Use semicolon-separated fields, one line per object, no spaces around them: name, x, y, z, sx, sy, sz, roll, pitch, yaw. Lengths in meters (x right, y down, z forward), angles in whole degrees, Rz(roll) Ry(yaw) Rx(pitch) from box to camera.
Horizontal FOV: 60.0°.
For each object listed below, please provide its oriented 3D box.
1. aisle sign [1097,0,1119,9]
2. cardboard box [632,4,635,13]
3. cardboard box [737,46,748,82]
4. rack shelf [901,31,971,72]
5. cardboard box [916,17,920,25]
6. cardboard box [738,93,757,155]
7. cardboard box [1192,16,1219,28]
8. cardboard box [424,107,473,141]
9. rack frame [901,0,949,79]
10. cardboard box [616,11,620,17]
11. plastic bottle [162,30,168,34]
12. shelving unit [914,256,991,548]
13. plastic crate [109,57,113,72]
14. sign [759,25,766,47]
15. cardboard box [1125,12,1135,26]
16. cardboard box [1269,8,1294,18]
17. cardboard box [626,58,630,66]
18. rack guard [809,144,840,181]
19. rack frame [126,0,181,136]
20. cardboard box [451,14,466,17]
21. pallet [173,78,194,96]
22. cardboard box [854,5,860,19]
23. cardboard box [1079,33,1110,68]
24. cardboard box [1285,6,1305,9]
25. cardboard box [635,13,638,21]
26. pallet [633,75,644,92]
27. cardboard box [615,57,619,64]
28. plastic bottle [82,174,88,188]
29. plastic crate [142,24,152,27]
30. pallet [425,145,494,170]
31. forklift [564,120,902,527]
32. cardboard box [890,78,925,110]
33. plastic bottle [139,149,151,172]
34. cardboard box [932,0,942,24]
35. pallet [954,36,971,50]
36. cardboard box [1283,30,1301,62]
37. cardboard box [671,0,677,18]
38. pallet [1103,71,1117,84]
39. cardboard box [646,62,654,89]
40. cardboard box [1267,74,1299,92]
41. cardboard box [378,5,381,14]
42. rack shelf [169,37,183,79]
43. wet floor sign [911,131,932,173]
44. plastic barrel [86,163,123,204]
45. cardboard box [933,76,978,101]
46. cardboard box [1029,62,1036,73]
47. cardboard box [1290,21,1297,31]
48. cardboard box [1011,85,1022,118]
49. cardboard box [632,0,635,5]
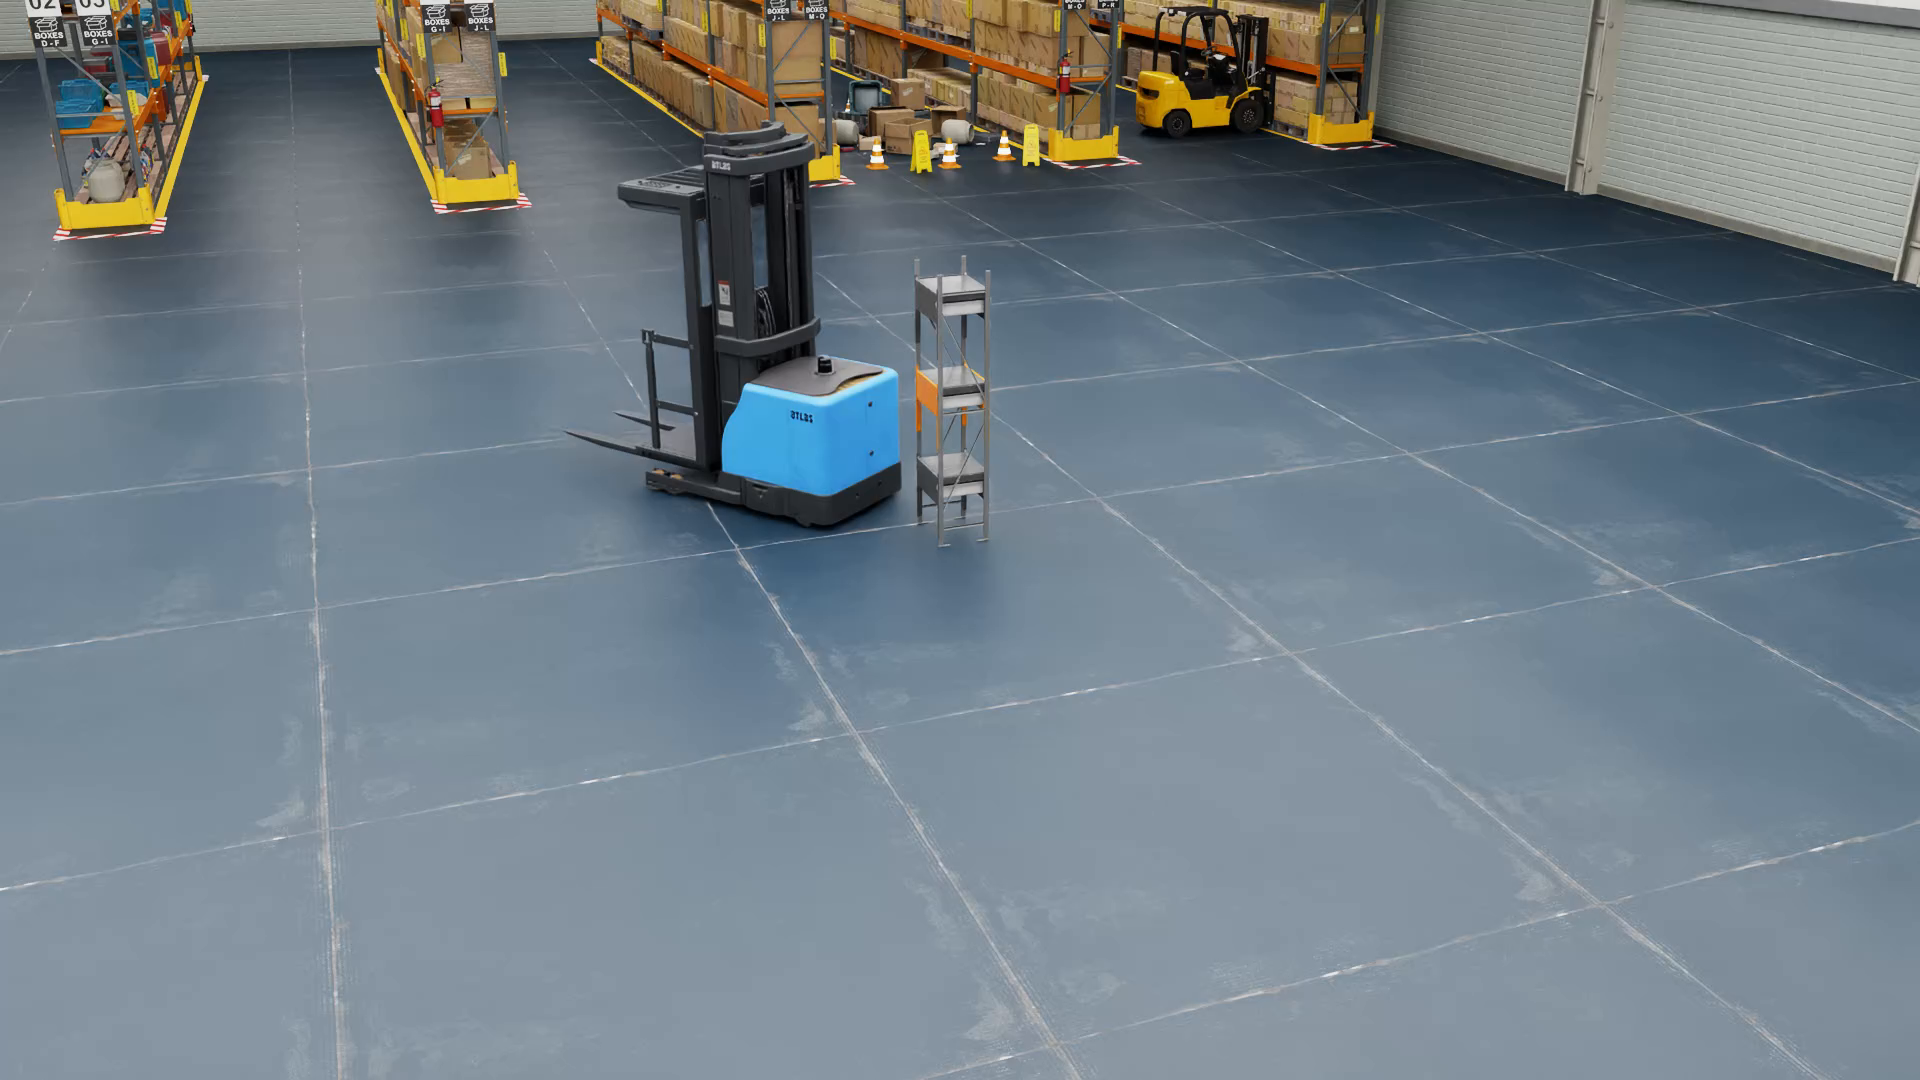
aisle sign;2.416;-9.024;26.951;0.394;0.787;0.004;-8;24;-19
cardboard box;-6.553;-10.983;34.345;0.380;0.149;0.250;-9;24;-20
cardboard box;-3.185;-7.892;27.420;0.875;0.550;0.500;-8;24;-19
rack shelf;-0.015;-9.654;32.720;1.077;0.370;4.000;-8;24;-19
cardboard box;-0.659;-10.434;33.426;0.380;0.149;0.250;-10;25;-22
cardboard box;-3.105;-6.861;27.361;0.875;0.875;0.875;-9;24;-20
cardboard box;4.921;-10.246;32.747;0.500;0.250;0.500;-9;24;-20
cardboard box;-8.777;-7.176;28.567;0.700;0.500;0.500;-10;25;-23
rack frame;-0.722;-10.713;34.305;1.000;3.000;0.127;-8;24;-19
cardboard box;-7.473;-11.782;37.164;0.380;0.149;0.250;-9;25;-21
plastic bottle;-15.291;-9.655;31.954;0.152;0.276;0.135;-8;24;-19
shelving unit;-0.058;-1.028;12.485;0.431;2.100;0.503;-8;24;-19
plastic crate;-13.894;-7.571;26.871;0.392;0.384;0.575;-8;24;-19
sign;-3.003;-7.663;25.274;0.100;0.325;0.005;-8;24;-19
cardboard box;3.849;-11.131;35.491;0.500;0.250;0.500;-8;24;-19
cardboard box;5.875;-9.628;30.384;0.380;0.149;0.250;-8;24;-18
cardboard box;-7.139;-10.538;36.637;0.380;0.149;0.250;-8;24;-18
rack guard;-2.482;-5.929;26.174;1.175;0.500;0.348;-8;24;-19
rack frame;-14.627;-8.673;29.466;1.000;3.000;0.127;-8;24;-19
cardboard box;-7.637;-7.872;25.766;0.500;0.500;0.500;-8;24;-19
pallet;-16.770;-9.548;35.131;1.003;0.211;1.213;-8;24;-19
cardboard box;-2.042;-11.713;36.871;0.500;0.250;0.500;-9;24;-20
cardboard box;2.196;-8.199;27.829;0.500;0.500;0.500;-9;24;-20
cardboard box;6.211;-9.783;30.752;0.380;0.149;0.250;-8;24;-17
cardboard box;-6.469;-10.756;34.190;0.380;0.149;0.250;-10;25;-21
pallet;-6.454;-9.882;35.925;1.003;0.211;1.213;-8;24;-19
cardboard box;-7.699;-10.989;38.090;0.380;0.149;0.250;-8;24;-19
plastic bottle;-12.859;-5.287;24.468;0.097;0.201;0.097;0;23;0
plastic crate;-16.686;-10.397;33.834;0.437;0.125;0.590;-8;24;-19
pallet;-8.310;-6.375;27.604;1.003;0.211;1.213;-8;24;-19
forklift;-1.989;-1.876;13.428;3.031;2.935;1.130;14;27;30
cardboard box;-0.963;-8.201;30.589;0.500;0.500;0.500;-8;24;-19
plastic bottle;-12.534;-5.820;25.542;0.144;0.351;0.185;-8;24;-19
cardboard box;-0.226;-10.331;32.346;0.500;0.500;0.500;-9;25;-21
pallet;0.557;-9.468;31.600;1.003;0.211;1.213;-8;24;-19
cardboard box;6.152;-8.867;29.797;0.500;0.500;0.500;-8;24;-17
cardboard box;-5.168;-10.339;32.002;0.700;0.500;0.500;-8;24;-19
pallet;3.692;-10.386;37.121;1.003;0.211;1.213;-8;24;-19
cardboard box;-6.176;-9.621;34.392;0.500;0.500;0.500;-9;25;-21
cardboard box;5.919;-8.367;30.451;0.500;0.250;0.500;-8;24;-18
cardboard box;-12.349;-11.556;36.116;0.500;0.250;0.500;-9;24;-20
rack shelf;-15.333;-9.069;31.330;1.077;0.370;4.000;-8;24;-19
wet floor sign;-0.628;-6.266;26.786;0.267;0.644;0.232;-13;26;-28
plastic barrel;-12.104;-5.042;23.514;0.421;0.512;0.421;0;23;0
cardboard box;-0.001;-8.945;32.954;0.950;0.372;0.625;-8;24;-17
cardboard box;1.389;-8.059;28.332;0.380;0.149;0.250;-8;24;-18
cardboard box;6.133;-9.204;29.761;0.380;0.149;0.250;-9;24;-19
cardboard box;1.218;-7.707;29.207;0.500;0.500;0.500;-9;24;-20
cardboard box;-6.564;-11.126;34.302;0.380;0.149;0.250;-7;24;-17
